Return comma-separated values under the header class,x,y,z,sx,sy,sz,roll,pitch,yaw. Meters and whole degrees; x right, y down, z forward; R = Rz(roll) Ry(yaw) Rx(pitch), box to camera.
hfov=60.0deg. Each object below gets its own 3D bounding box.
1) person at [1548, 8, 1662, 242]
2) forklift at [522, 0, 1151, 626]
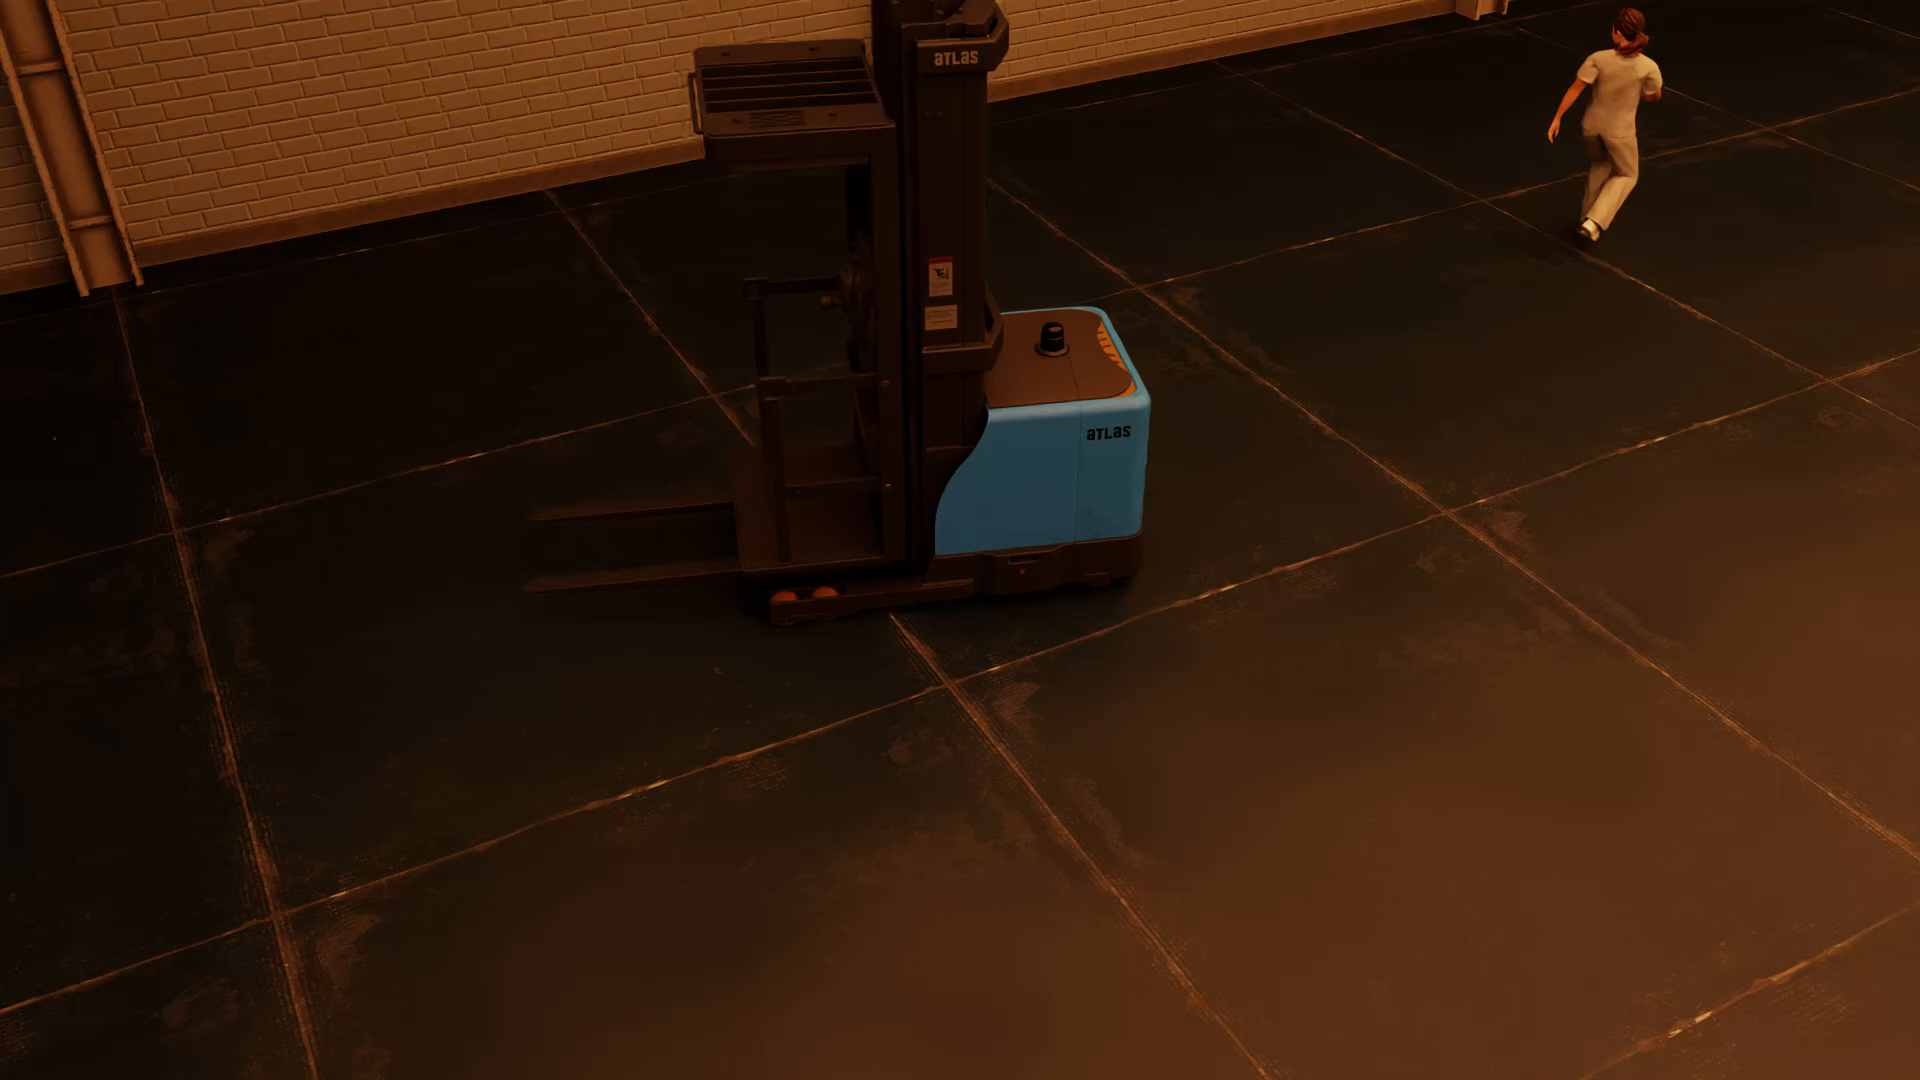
class,x,y,z,sx,sy,sz,roll,pitch,yaw
person,4.356,-2.794,11.223,0.571,1.614,0.636,29,44,34
forklift,-0.655,-1.111,7.695,3.031,2.935,1.130,-6,36,-8
